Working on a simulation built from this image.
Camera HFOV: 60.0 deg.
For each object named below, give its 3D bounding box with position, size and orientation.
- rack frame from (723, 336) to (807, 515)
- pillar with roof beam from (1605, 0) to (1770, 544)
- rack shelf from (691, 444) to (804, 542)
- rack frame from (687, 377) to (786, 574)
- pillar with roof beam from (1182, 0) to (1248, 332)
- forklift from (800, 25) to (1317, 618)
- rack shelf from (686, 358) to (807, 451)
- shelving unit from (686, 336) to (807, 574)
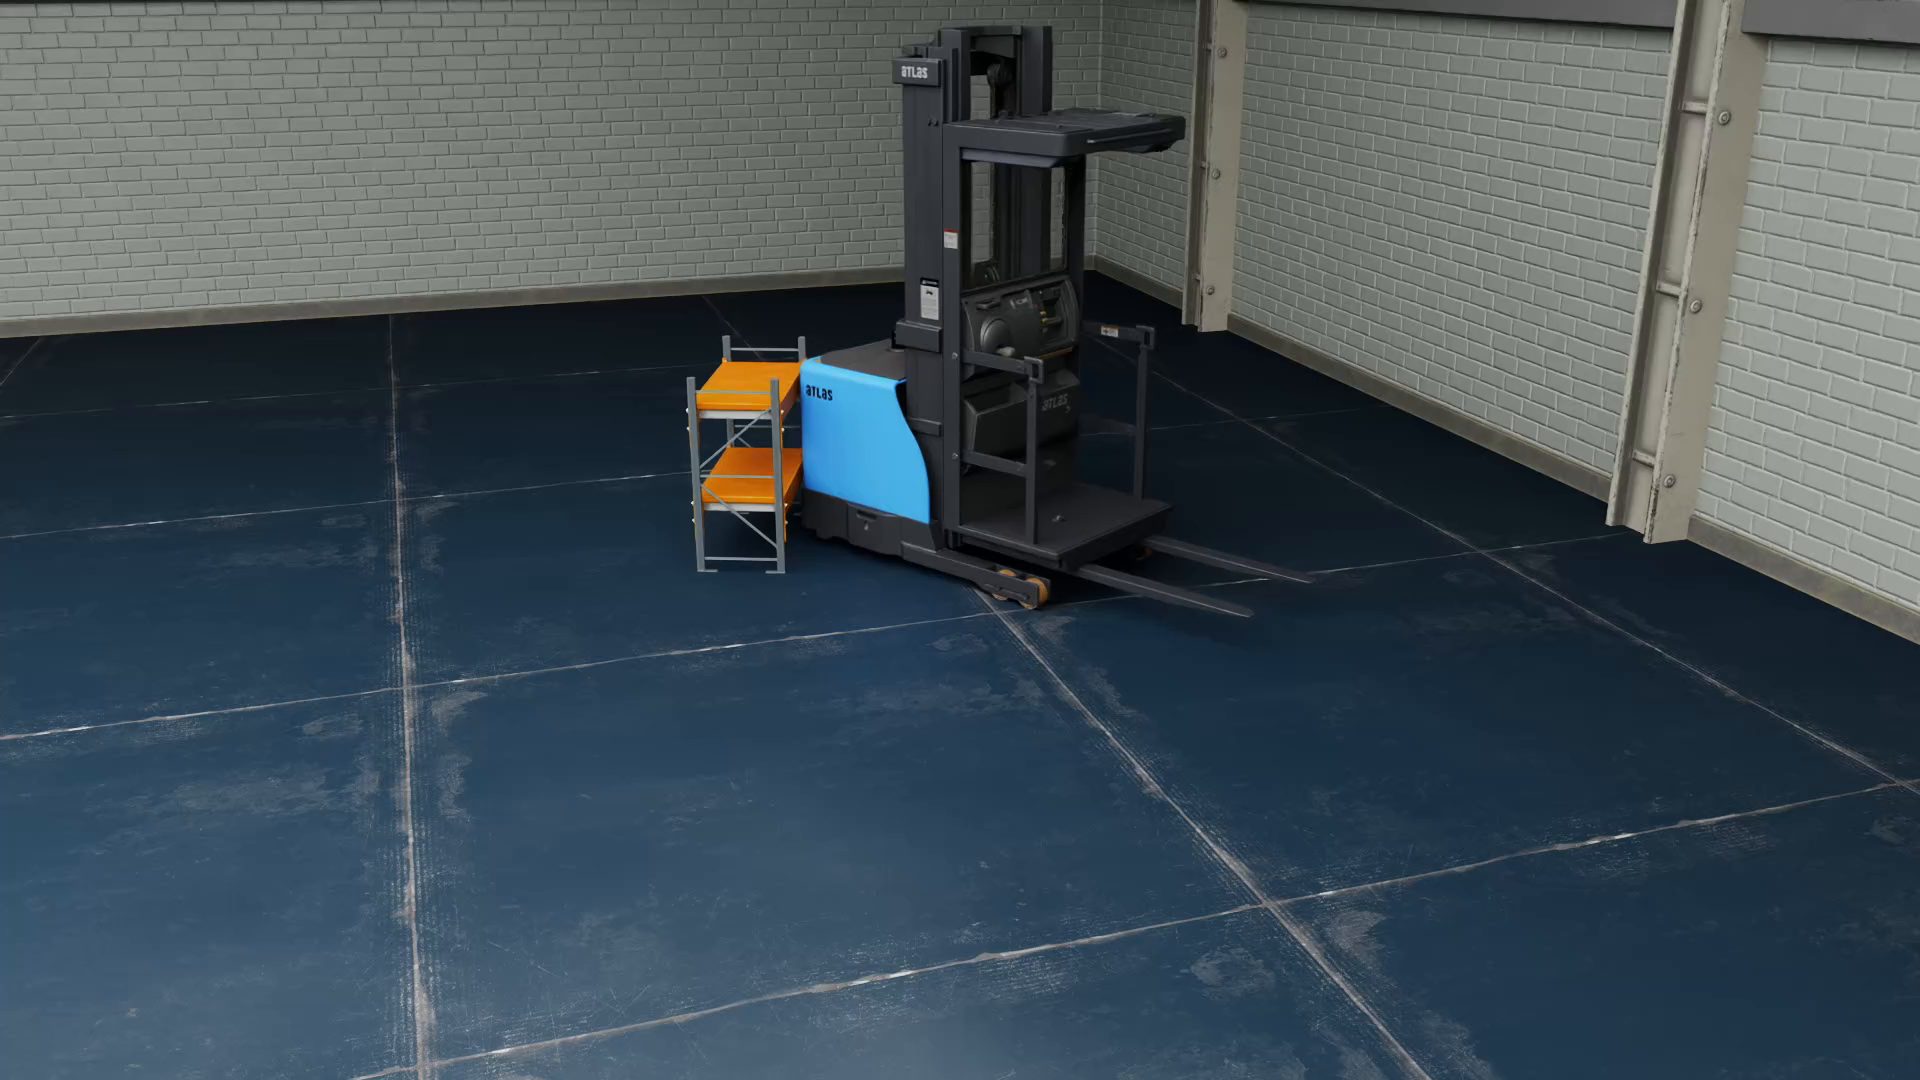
[{"bbox_3d":[-1.177,-0.692,10.180,0.500,1.125,0.032,1,20,3],"label":"rack frame"},{"bbox_3d":[0.079,-3.835,7.280,9.100,9.000,0.400,-6,21,-17],"label":"pillar with roof beam"},{"bbox_3d":[-1.206,-0.291,9.785,0.538,0.278,1.000,1,20,3],"label":"rack shelf"},{"bbox_3d":[-1.236,-0.349,9.225,0.500,1.125,0.032,1,20,3],"label":"rack frame"},{"bbox_3d":[-1.807,-5.760,12.641,9.100,9.000,0.400,-6,21,-17],"label":"pillar with roof beam"},{"bbox_3d":[0.500,-1.209,8.946,3.031,2.935,1.130,16,25,38],"label":"forklift"},{"bbox_3d":[-1.206,-0.796,9.604,0.538,0.278,1.000,1,20,3],"label":"rack shelf"},{"bbox_3d":[-1.206,-0.521,9.703,0.538,1.125,1.048,1,20,3],"label":"shelving unit"}]
